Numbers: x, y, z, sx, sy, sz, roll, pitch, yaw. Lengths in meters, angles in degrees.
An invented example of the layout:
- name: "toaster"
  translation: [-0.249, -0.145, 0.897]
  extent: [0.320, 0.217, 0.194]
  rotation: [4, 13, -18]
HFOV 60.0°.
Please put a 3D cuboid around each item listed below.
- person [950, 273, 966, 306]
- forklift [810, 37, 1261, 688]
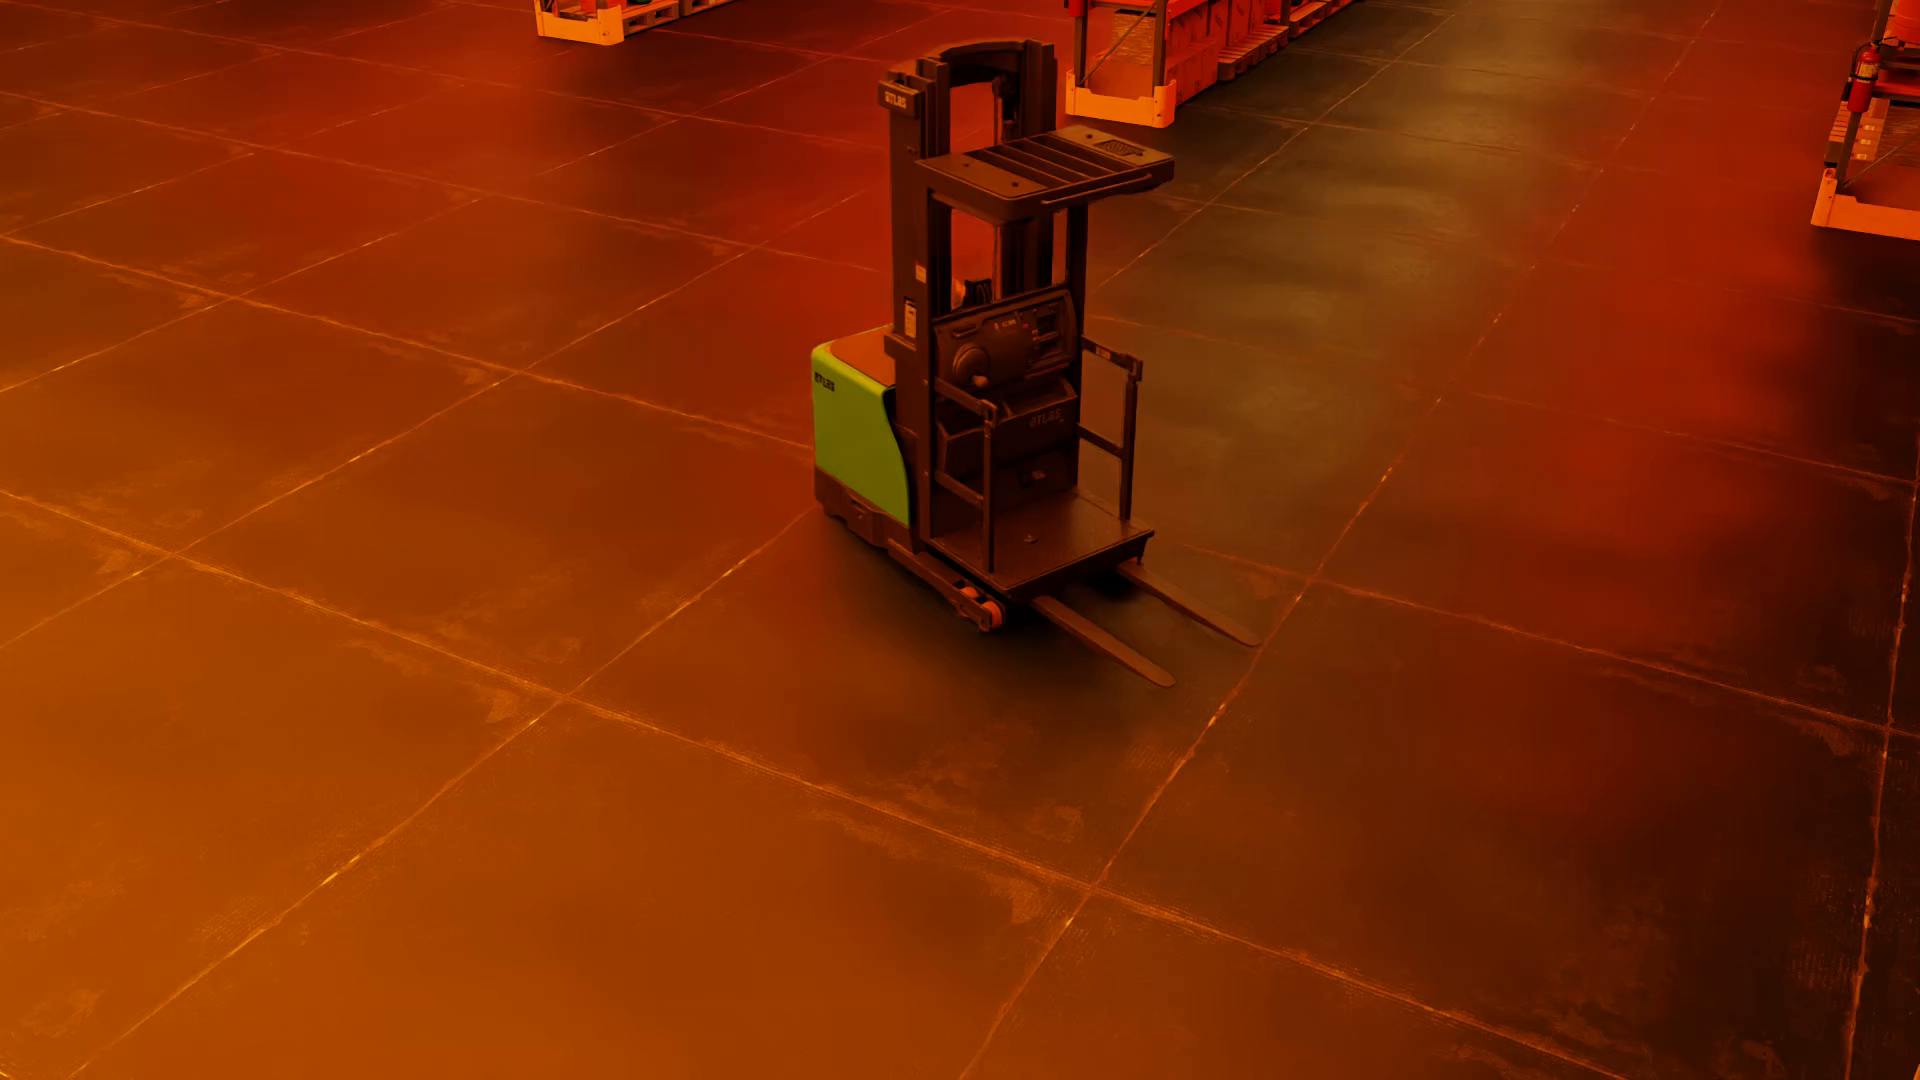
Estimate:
- name: "person"
  translation: [-0.206, -1.862, 11.651]
  extent: [0.484, 1.572, 0.664]
  rotation: [-5, 30, -9]
- name: "forklift"
  translation: [0.386, -1.044, 8.880]
  extent: [1.130, 2.935, 3.031]
  rotation: [-21, 36, -31]
